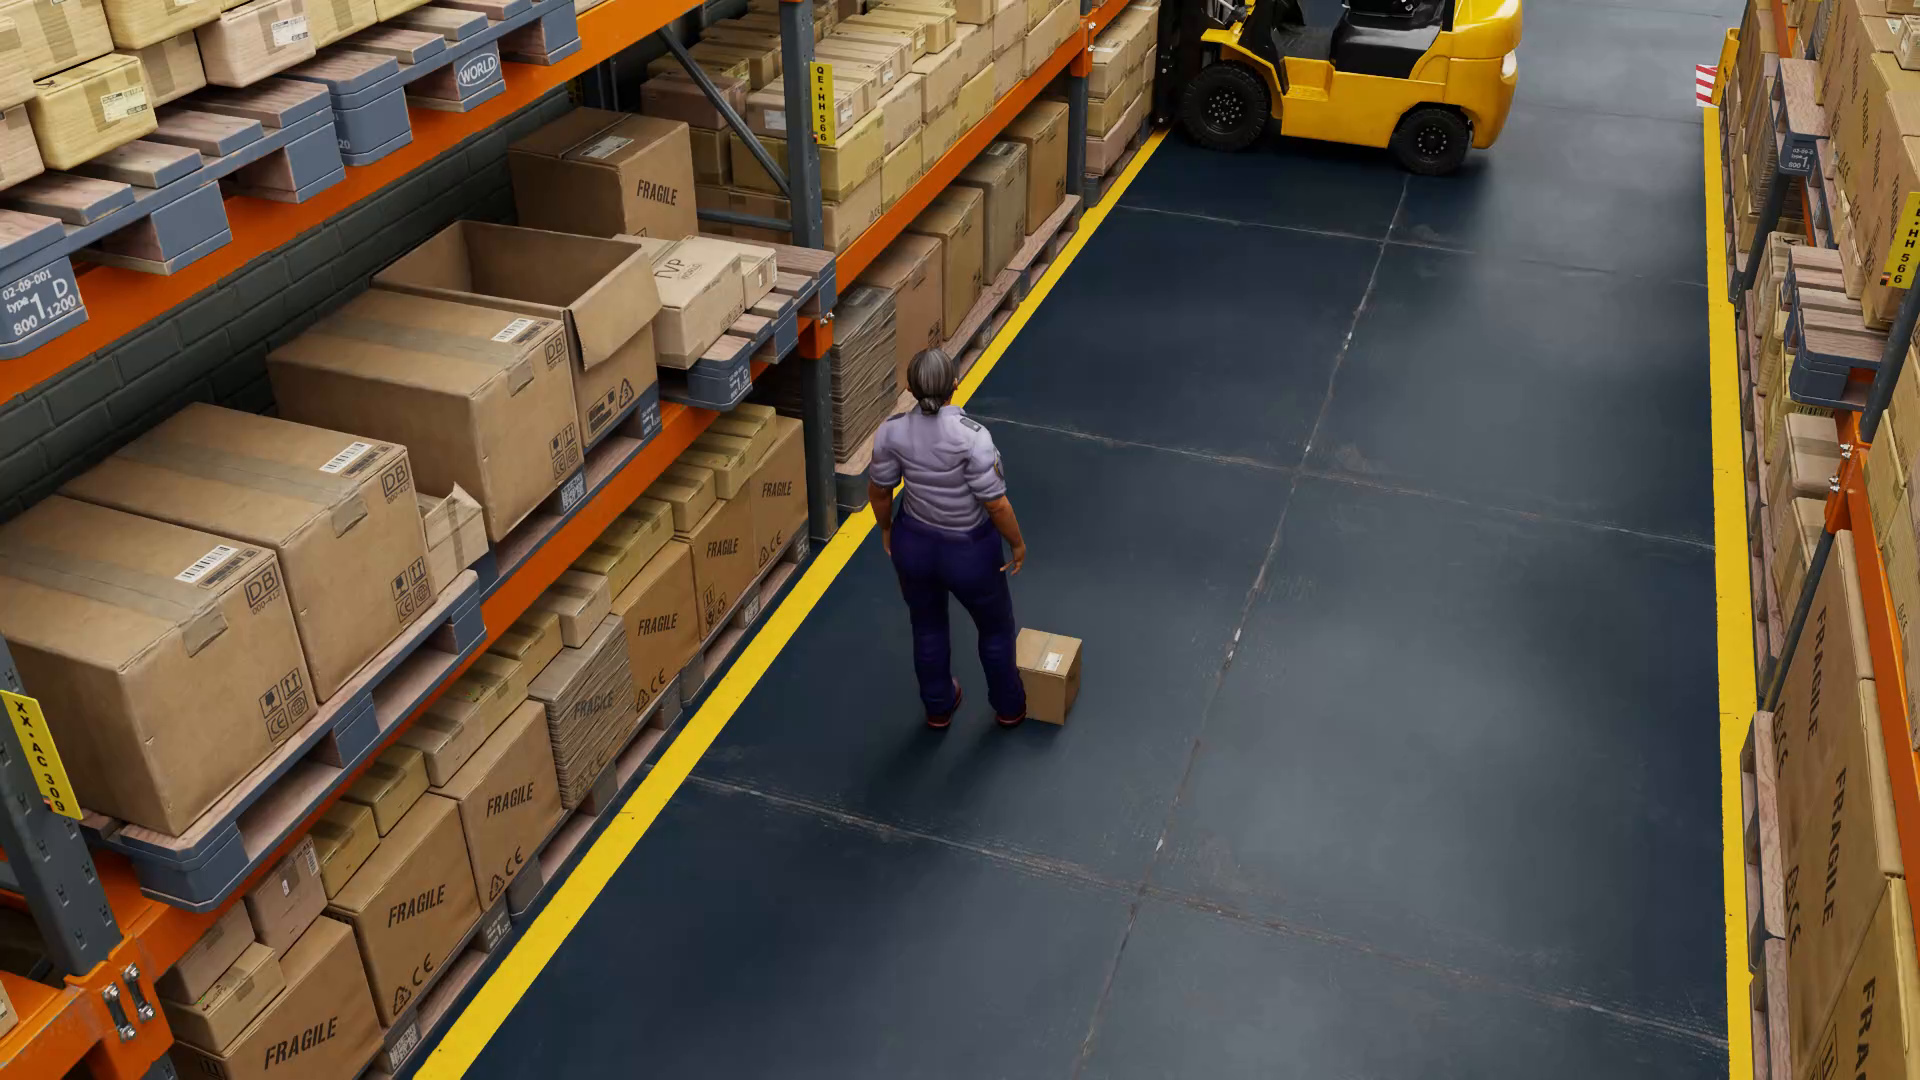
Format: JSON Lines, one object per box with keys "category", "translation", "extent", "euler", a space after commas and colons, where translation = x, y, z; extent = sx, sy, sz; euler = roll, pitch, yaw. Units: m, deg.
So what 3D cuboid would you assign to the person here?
{"category": "person", "translation": [-0.001, -0.011, 6.154], "extent": [0.598, 1.651, 0.502], "euler": [11, 35, 16]}
